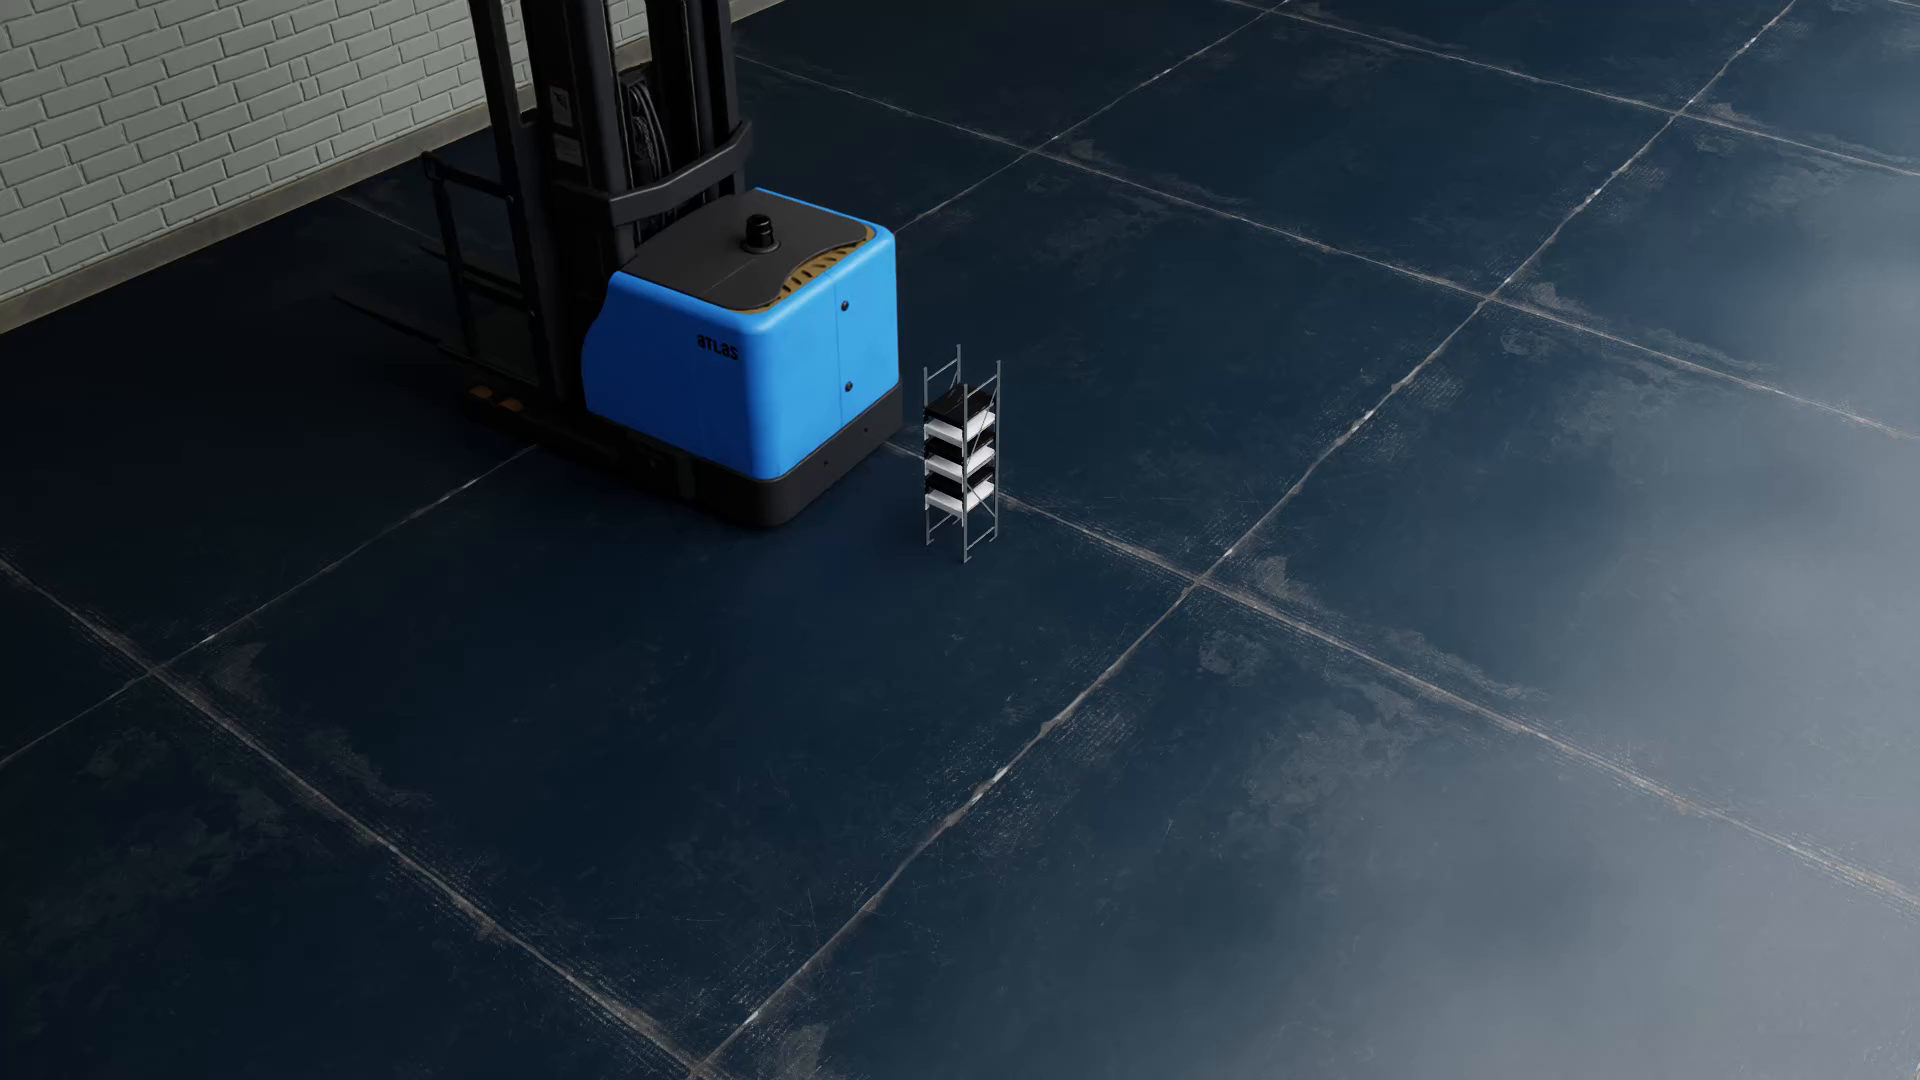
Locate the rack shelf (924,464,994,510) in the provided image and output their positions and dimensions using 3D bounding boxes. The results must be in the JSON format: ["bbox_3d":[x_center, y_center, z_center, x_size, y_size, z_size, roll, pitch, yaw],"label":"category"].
[{"bbox_3d":[0.006,-0.254,7.045,0.200,0.077,0.258,25,45,29],"label":"rack shelf"}]

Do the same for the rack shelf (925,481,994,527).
[{"bbox_3d":[0.006,-0.183,7.100,0.200,0.077,0.258,25,45,29],"label":"rack shelf"}]

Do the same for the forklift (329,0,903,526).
[{"bbox_3d":[-1.782,-1.911,7.313,3.031,2.935,1.130,22,43,25],"label":"forklift"}]

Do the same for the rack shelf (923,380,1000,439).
[{"bbox_3d":[0.006,-0.538,6.823,0.200,0.077,0.258,25,45,29],"label":"rack shelf"}]

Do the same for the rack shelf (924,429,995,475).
[{"bbox_3d":[0.006,-0.396,6.934,0.200,0.077,0.258,25,45,29],"label":"rack shelf"}]

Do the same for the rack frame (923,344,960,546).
[{"bbox_3d":[-0.074,-0.389,7.017,0.006,0.900,0.240,25,45,29],"label":"rack frame"}]

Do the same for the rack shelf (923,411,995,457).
[{"bbox_3d":[0.006,-0.467,6.878,0.200,0.077,0.258,25,45,29],"label":"rack shelf"}]

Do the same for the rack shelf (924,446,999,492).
[{"bbox_3d":[0.006,-0.325,6.989,0.200,0.077,0.258,25,45,29],"label":"rack shelf"}]

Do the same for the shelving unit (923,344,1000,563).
[{"bbox_3d":[0.006,-0.351,6.969,0.210,0.900,0.258,25,45,29],"label":"shelving unit"}]

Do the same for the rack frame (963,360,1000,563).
[{"bbox_3d":[0.087,-0.313,6.920,0.006,0.900,0.240,25,45,29],"label":"rack frame"}]
